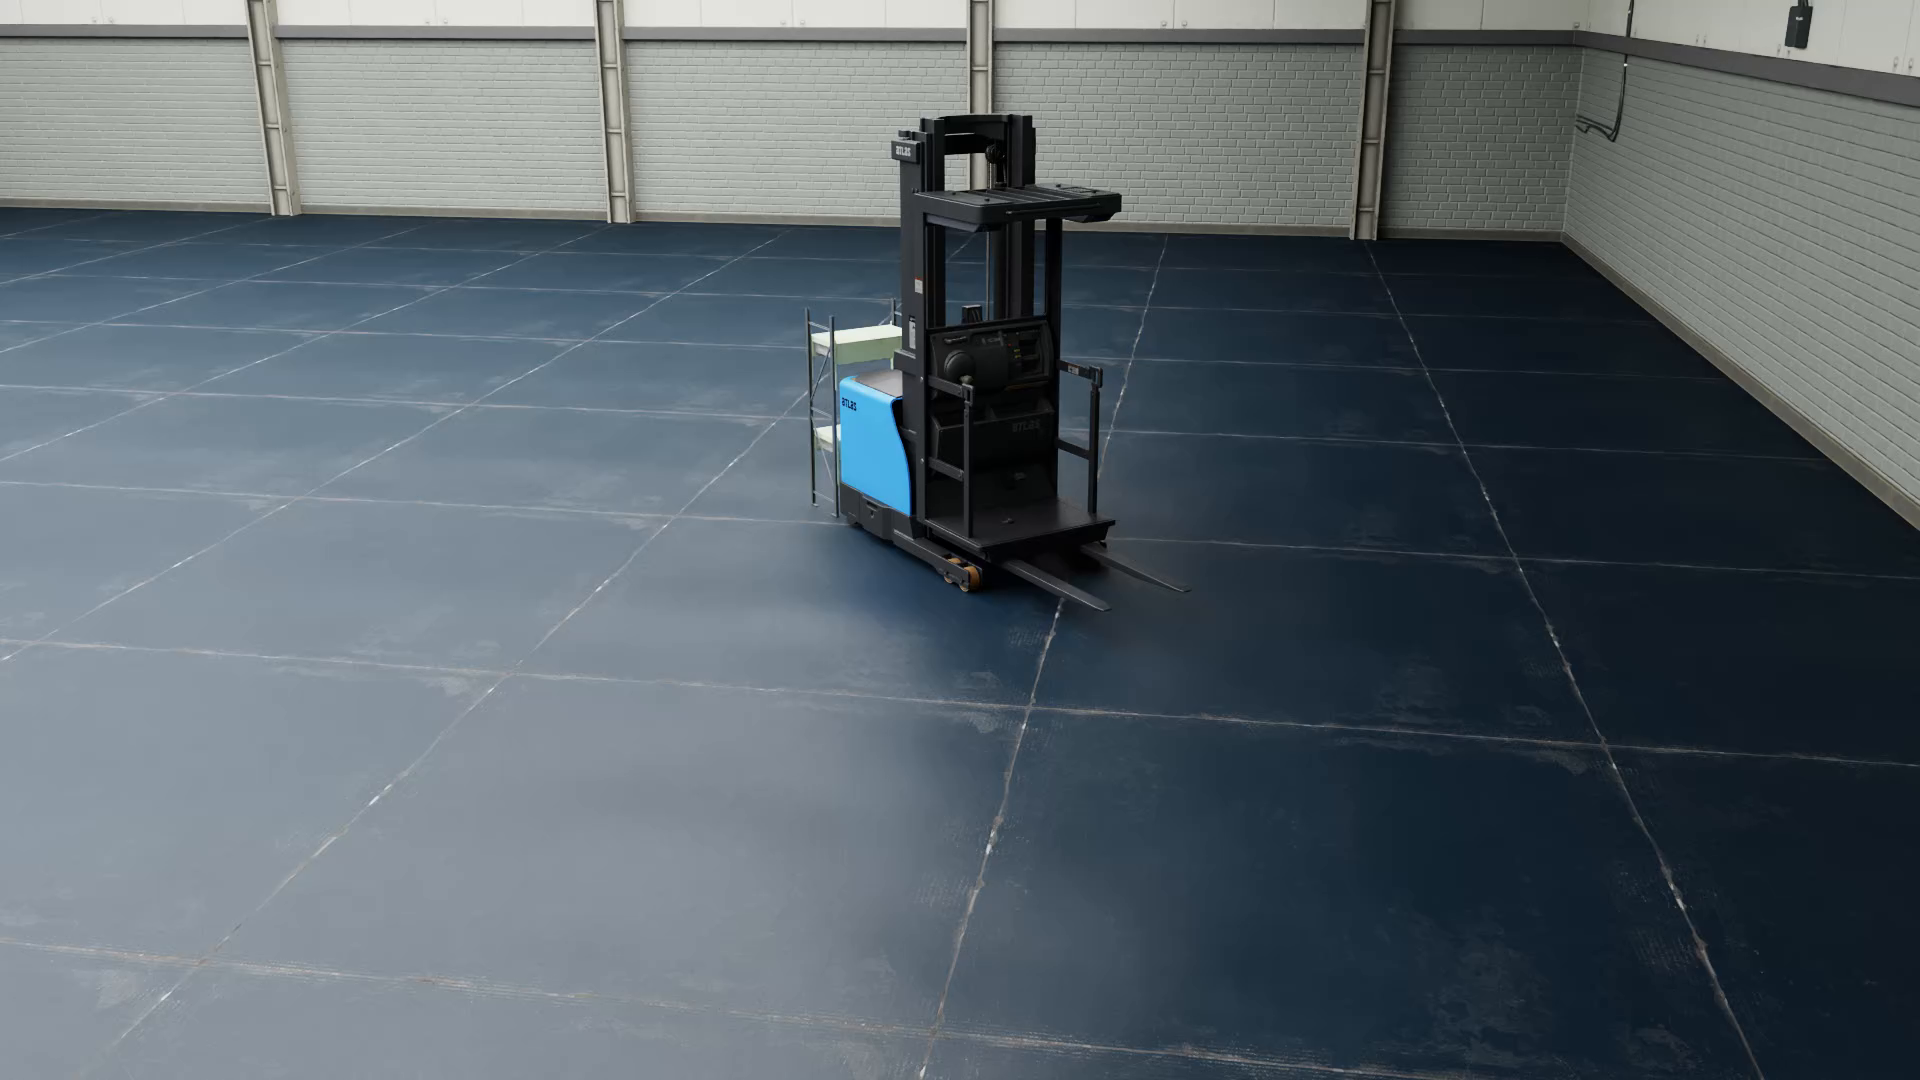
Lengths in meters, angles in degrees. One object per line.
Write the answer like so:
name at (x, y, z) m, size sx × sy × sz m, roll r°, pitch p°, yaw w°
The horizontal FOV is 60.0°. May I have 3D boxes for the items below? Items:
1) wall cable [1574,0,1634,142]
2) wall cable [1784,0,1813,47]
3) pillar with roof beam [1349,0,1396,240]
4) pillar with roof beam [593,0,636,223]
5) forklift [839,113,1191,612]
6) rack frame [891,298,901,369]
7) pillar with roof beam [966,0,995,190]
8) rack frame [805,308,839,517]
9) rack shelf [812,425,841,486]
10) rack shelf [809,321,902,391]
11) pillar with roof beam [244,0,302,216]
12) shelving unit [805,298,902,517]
wall cable at (8.945, -6.907, 23.158) m, size 0.112 × 2.526 × 3.097 m, roll 3°, pitch 19°, yaw 9°
wall cable at (7.423, -7.019, 13.239) m, size 0.169 × 6.003 × 2.305 m, roll 3°, pitch 19°, yaw 9°
pillar with roof beam at (5.563, -7.594, 20.316) m, size 0.400 × 9.000 × 9.100 m, roll 3°, pitch 19°, yaw 9°
pillar with roof beam at (-6.285, -8.198, 22.121) m, size 0.400 × 9.000 × 9.100 m, roll 3°, pitch 19°, yaw 9°
forklift at (0.331, -1.223, 10.838) m, size 1.130 × 2.935 × 3.031 m, roll -11°, pitch 22°, yaw -30°
rack frame at (-0.399, -1.059, 12.605) m, size 0.023 × 1.500 × 0.400 m, roll -12°, pitch 22°, yaw -31°
pillar with roof beam at (-0.361, -7.896, 21.218) m, size 0.400 × 9.000 × 9.100 m, roll 3°, pitch 19°, yaw 9°
rack frame at (-1.014, -0.933, 12.227) m, size 0.023 × 1.500 × 0.400 m, roll -12°, pitch 22°, yaw -31°
rack shelf at (-0.706, -0.687, 12.519) m, size 0.720 × 0.370 × 0.431 m, roll -12°, pitch 22°, yaw -31°
rack shelf at (-0.706, -1.366, 12.292) m, size 0.720 × 0.370 × 0.431 m, roll -12°, pitch 22°, yaw -31°
pillar with roof beam at (-12.209, -8.499, 23.023) m, size 0.400 × 9.000 × 9.100 m, roll 3°, pitch 19°, yaw 9°
shelving unit at (-0.706, -0.996, 12.416) m, size 0.755 × 1.500 × 0.431 m, roll -12°, pitch 22°, yaw -31°
